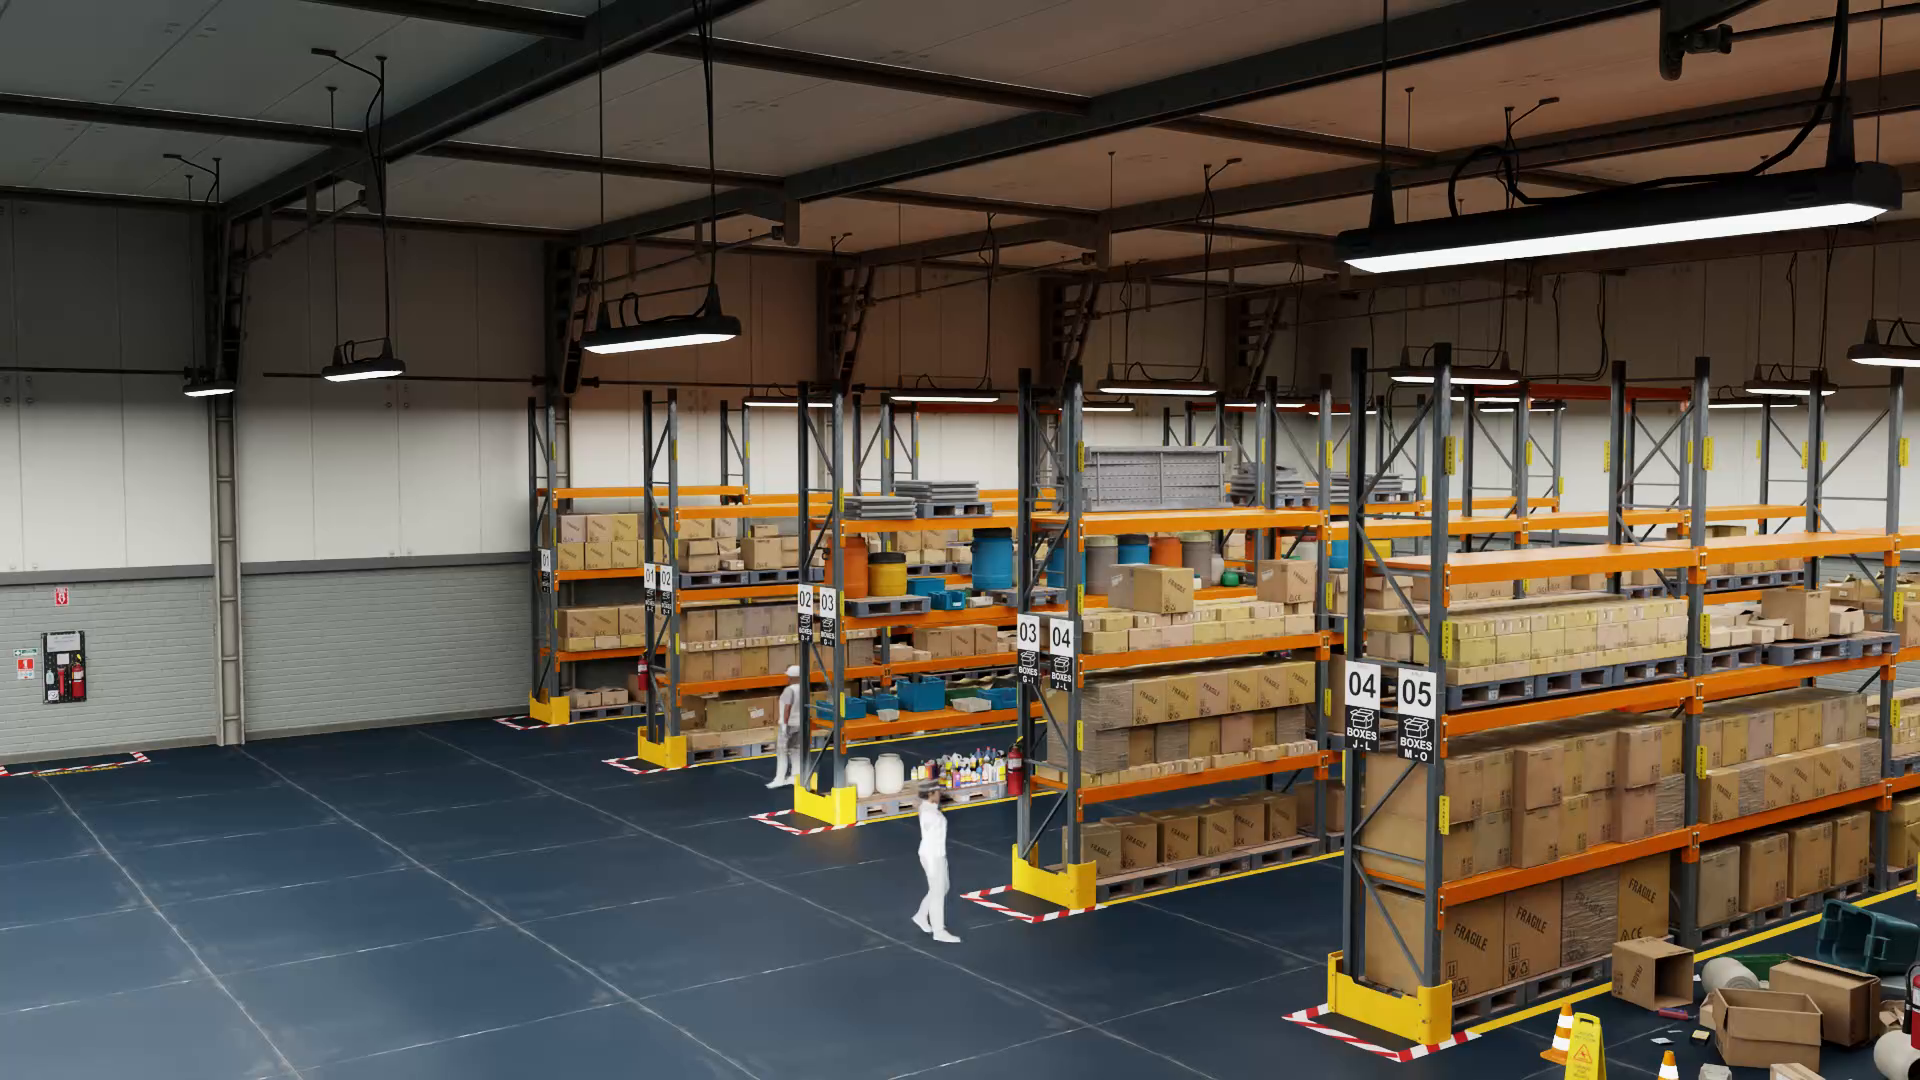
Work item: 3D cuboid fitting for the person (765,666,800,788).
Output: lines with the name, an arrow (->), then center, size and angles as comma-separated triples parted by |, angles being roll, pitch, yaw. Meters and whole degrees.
person -> -2.589, 2.794, 24.995 | 0.436, 1.801, 0.663 | 2, 4, 27

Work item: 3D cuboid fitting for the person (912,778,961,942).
person -> -0.249, 3.320, 17.299 | 0.519, 1.687, 0.494 | 0, 3, 1

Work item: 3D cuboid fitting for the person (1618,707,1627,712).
person -> 8.589, 2.981, 21.946 | 0.501, 1.801, 0.566 | 1, 4, 19
